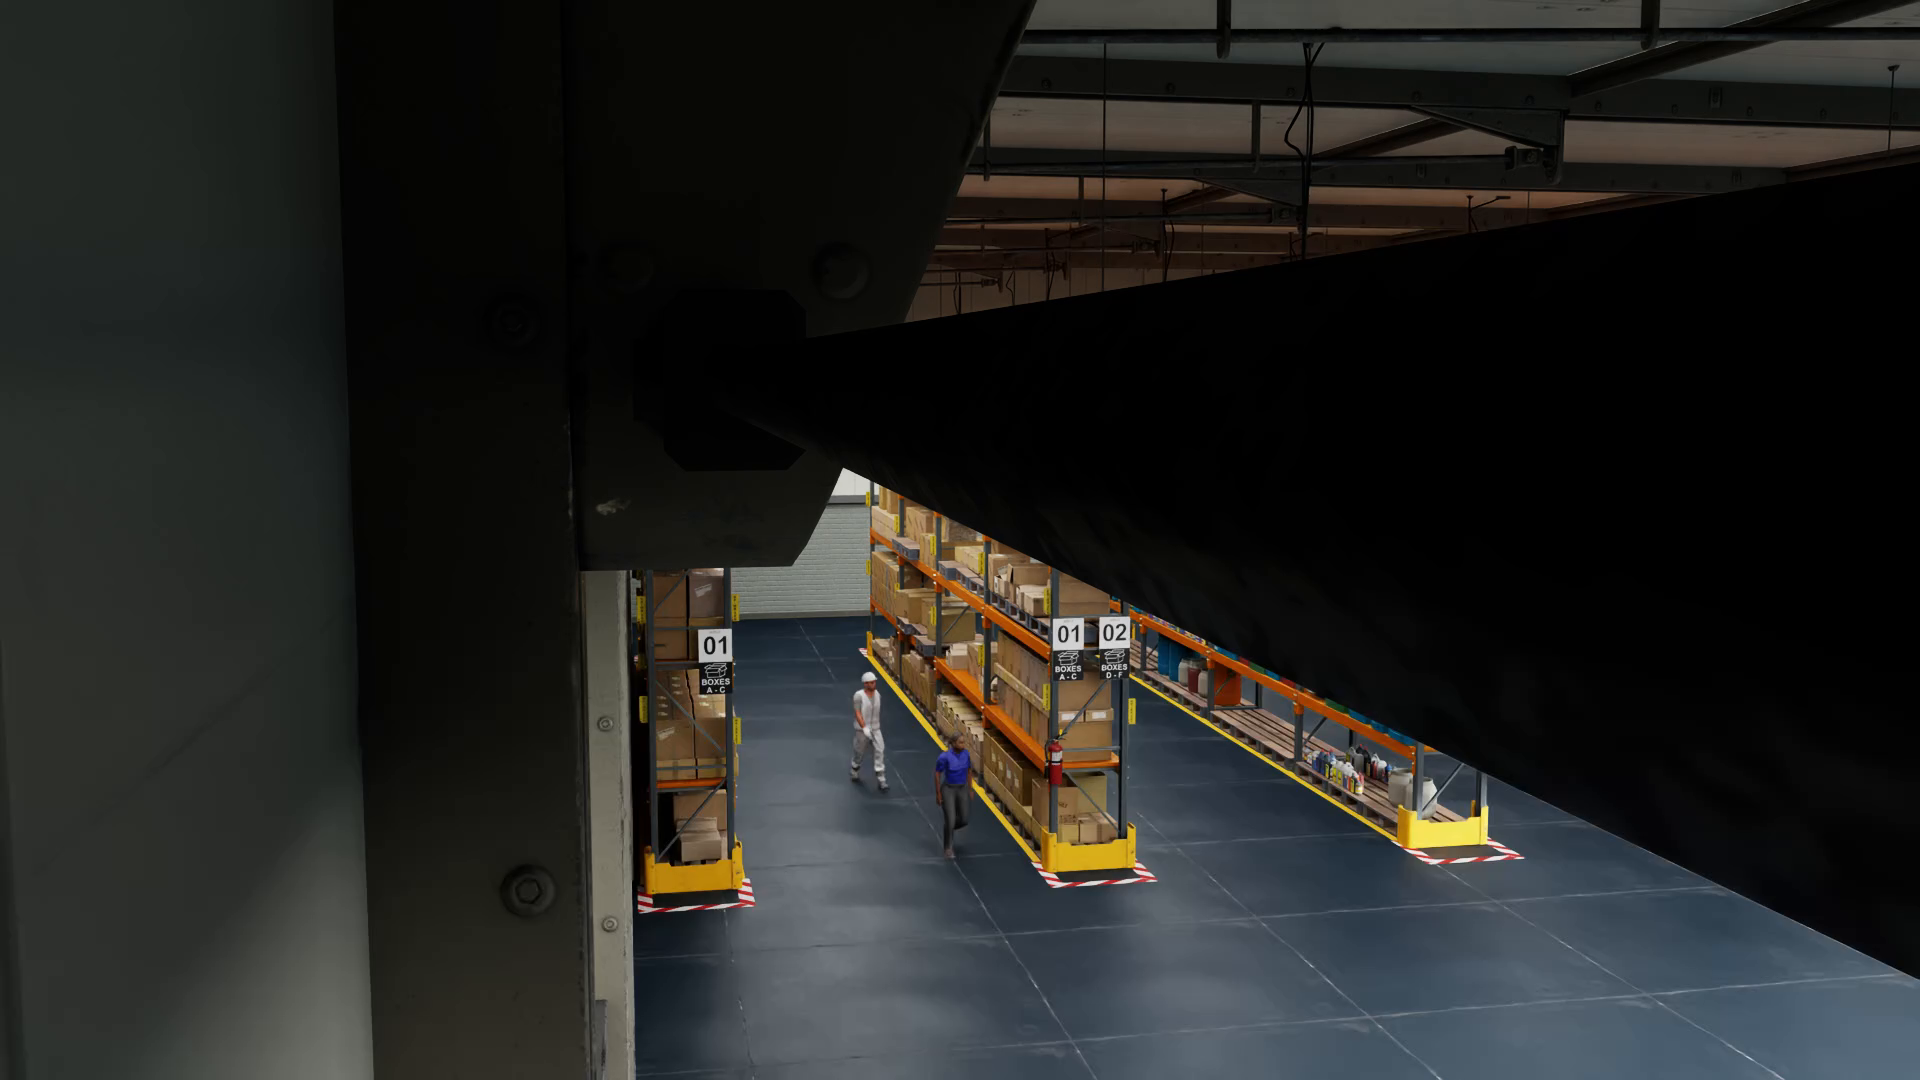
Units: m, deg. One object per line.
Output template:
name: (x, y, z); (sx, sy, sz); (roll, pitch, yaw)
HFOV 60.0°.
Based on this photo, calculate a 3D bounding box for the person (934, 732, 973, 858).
person: (-0.118, 3.274, 21.645); (0.507, 1.637, 0.535); (-4, 7, -31)

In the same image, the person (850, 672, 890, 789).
person: (-1.347, 2.852, 25.041); (0.510, 1.721, 1.068); (-3, 7, -28)
